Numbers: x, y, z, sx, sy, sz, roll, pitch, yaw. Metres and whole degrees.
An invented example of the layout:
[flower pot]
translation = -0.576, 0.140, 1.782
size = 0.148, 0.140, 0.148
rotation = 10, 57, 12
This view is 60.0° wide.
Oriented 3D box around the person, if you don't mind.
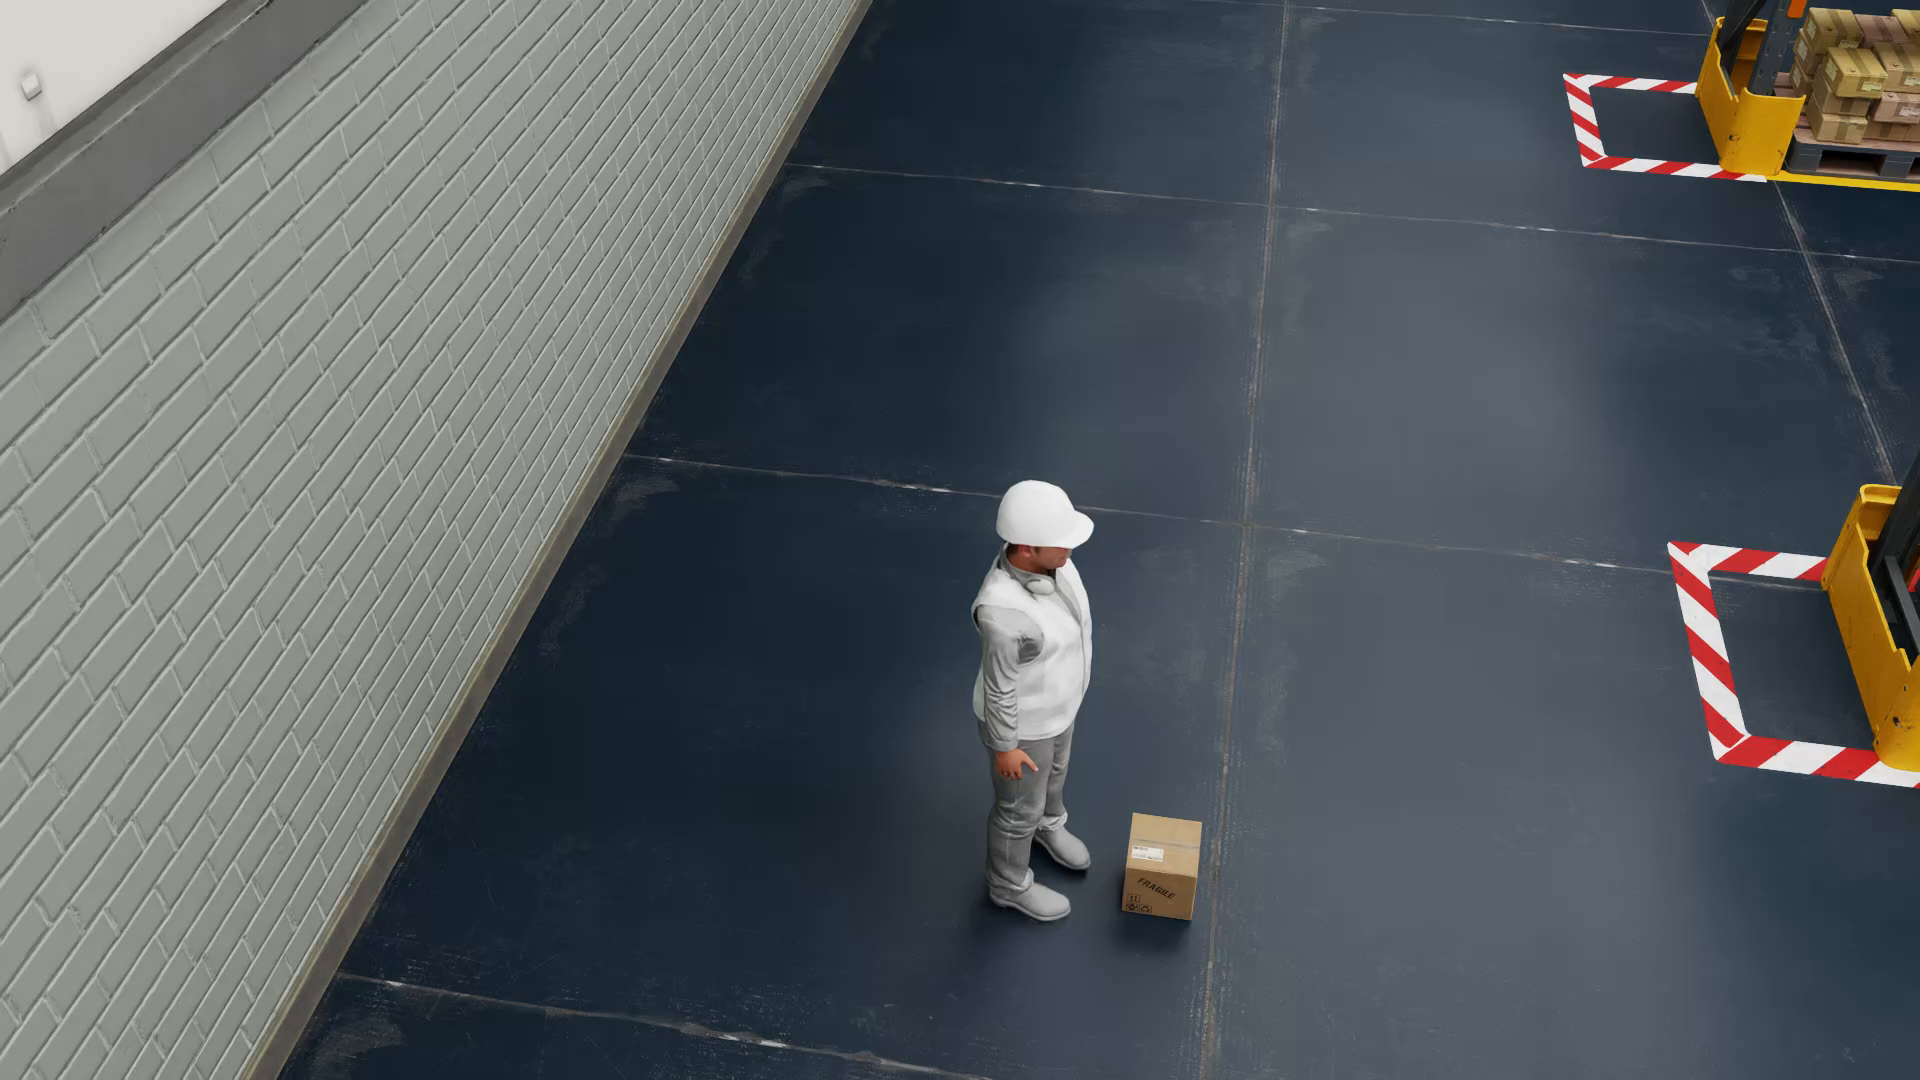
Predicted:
[person]
translation = 0.261, 0.536, 5.500
size = 0.398, 1.789, 0.559
rotation = 13, 42, 15
